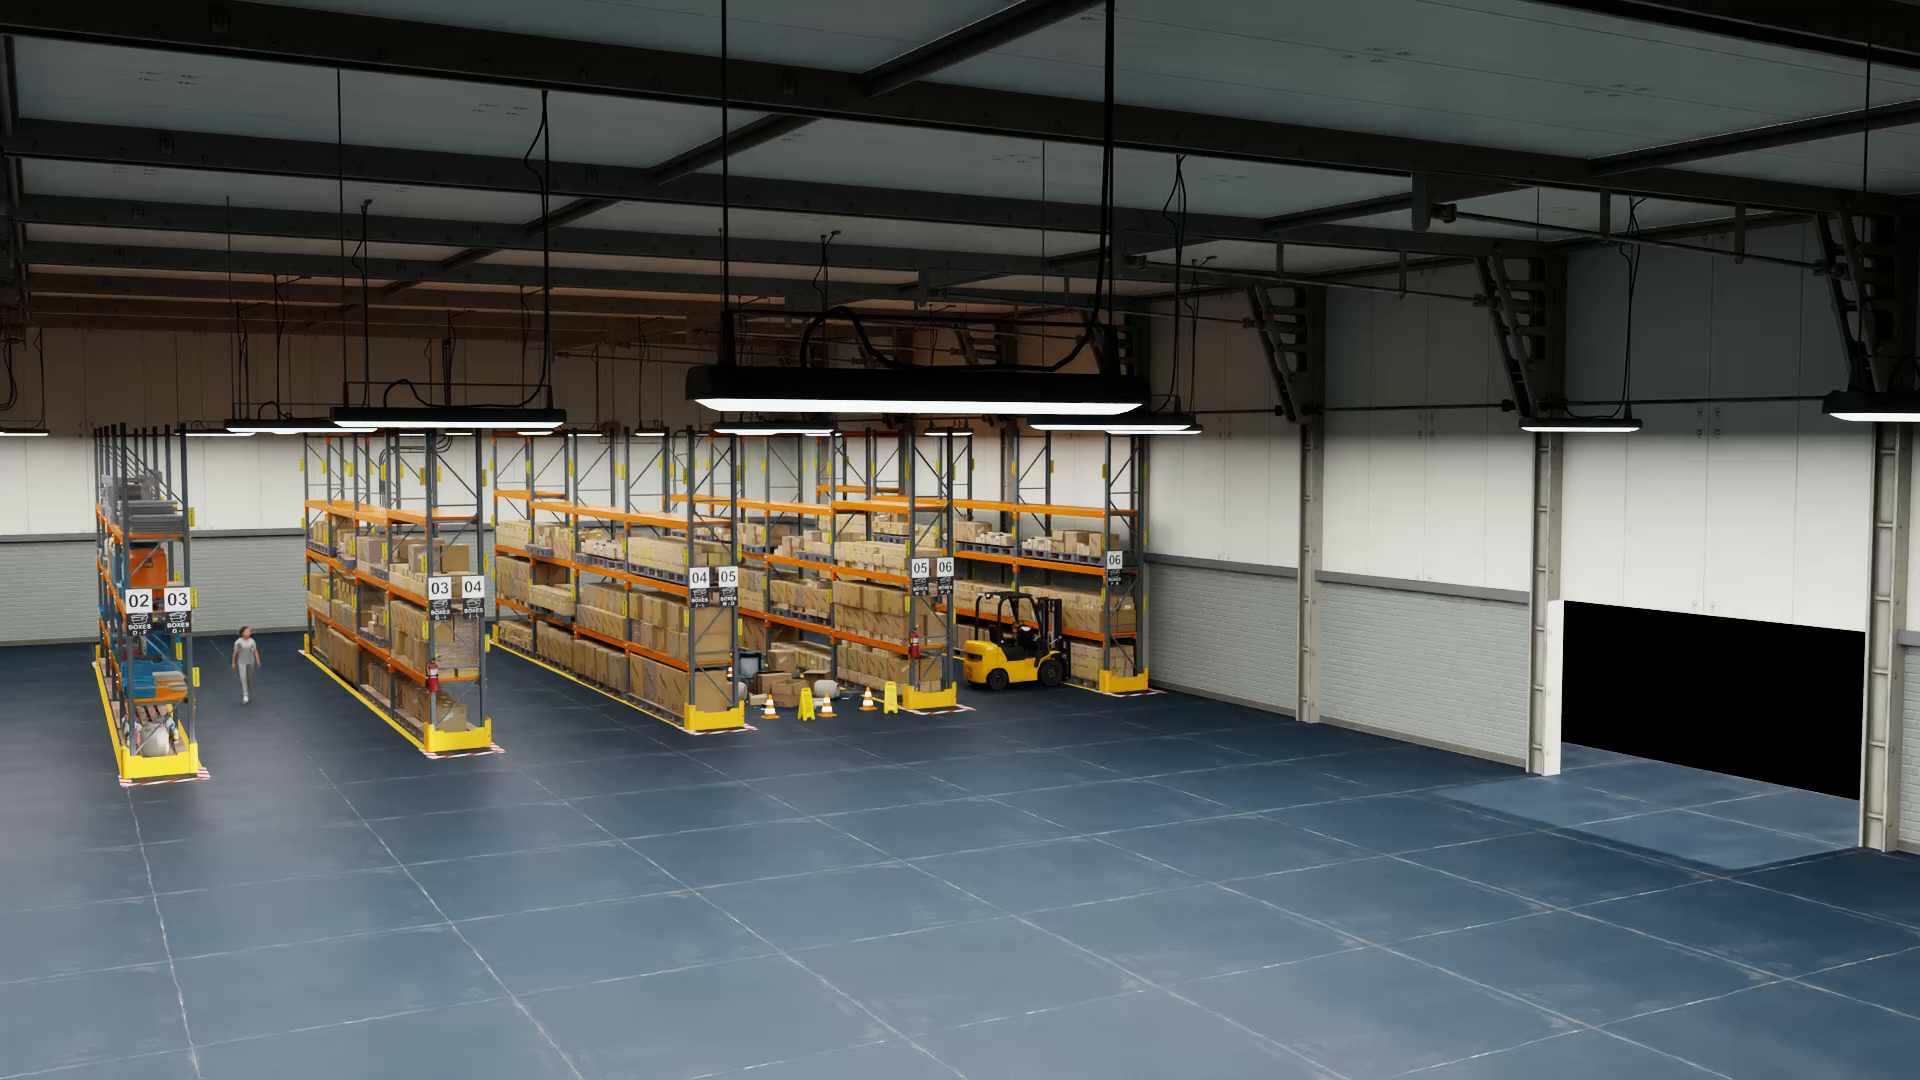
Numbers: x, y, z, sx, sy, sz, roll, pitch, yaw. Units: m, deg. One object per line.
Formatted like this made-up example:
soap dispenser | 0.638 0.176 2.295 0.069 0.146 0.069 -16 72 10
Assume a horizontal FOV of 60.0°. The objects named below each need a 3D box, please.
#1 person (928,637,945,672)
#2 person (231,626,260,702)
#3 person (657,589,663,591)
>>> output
person | -0.562 2.522 40.063 0.523 1.446 0.710 -2 4 -29
person | -15.606 2.687 36.332 0.543 1.601 1.044 -3 4 -37
person | -9.219 1.709 51.748 0.595 1.754 0.927 3 5 41
